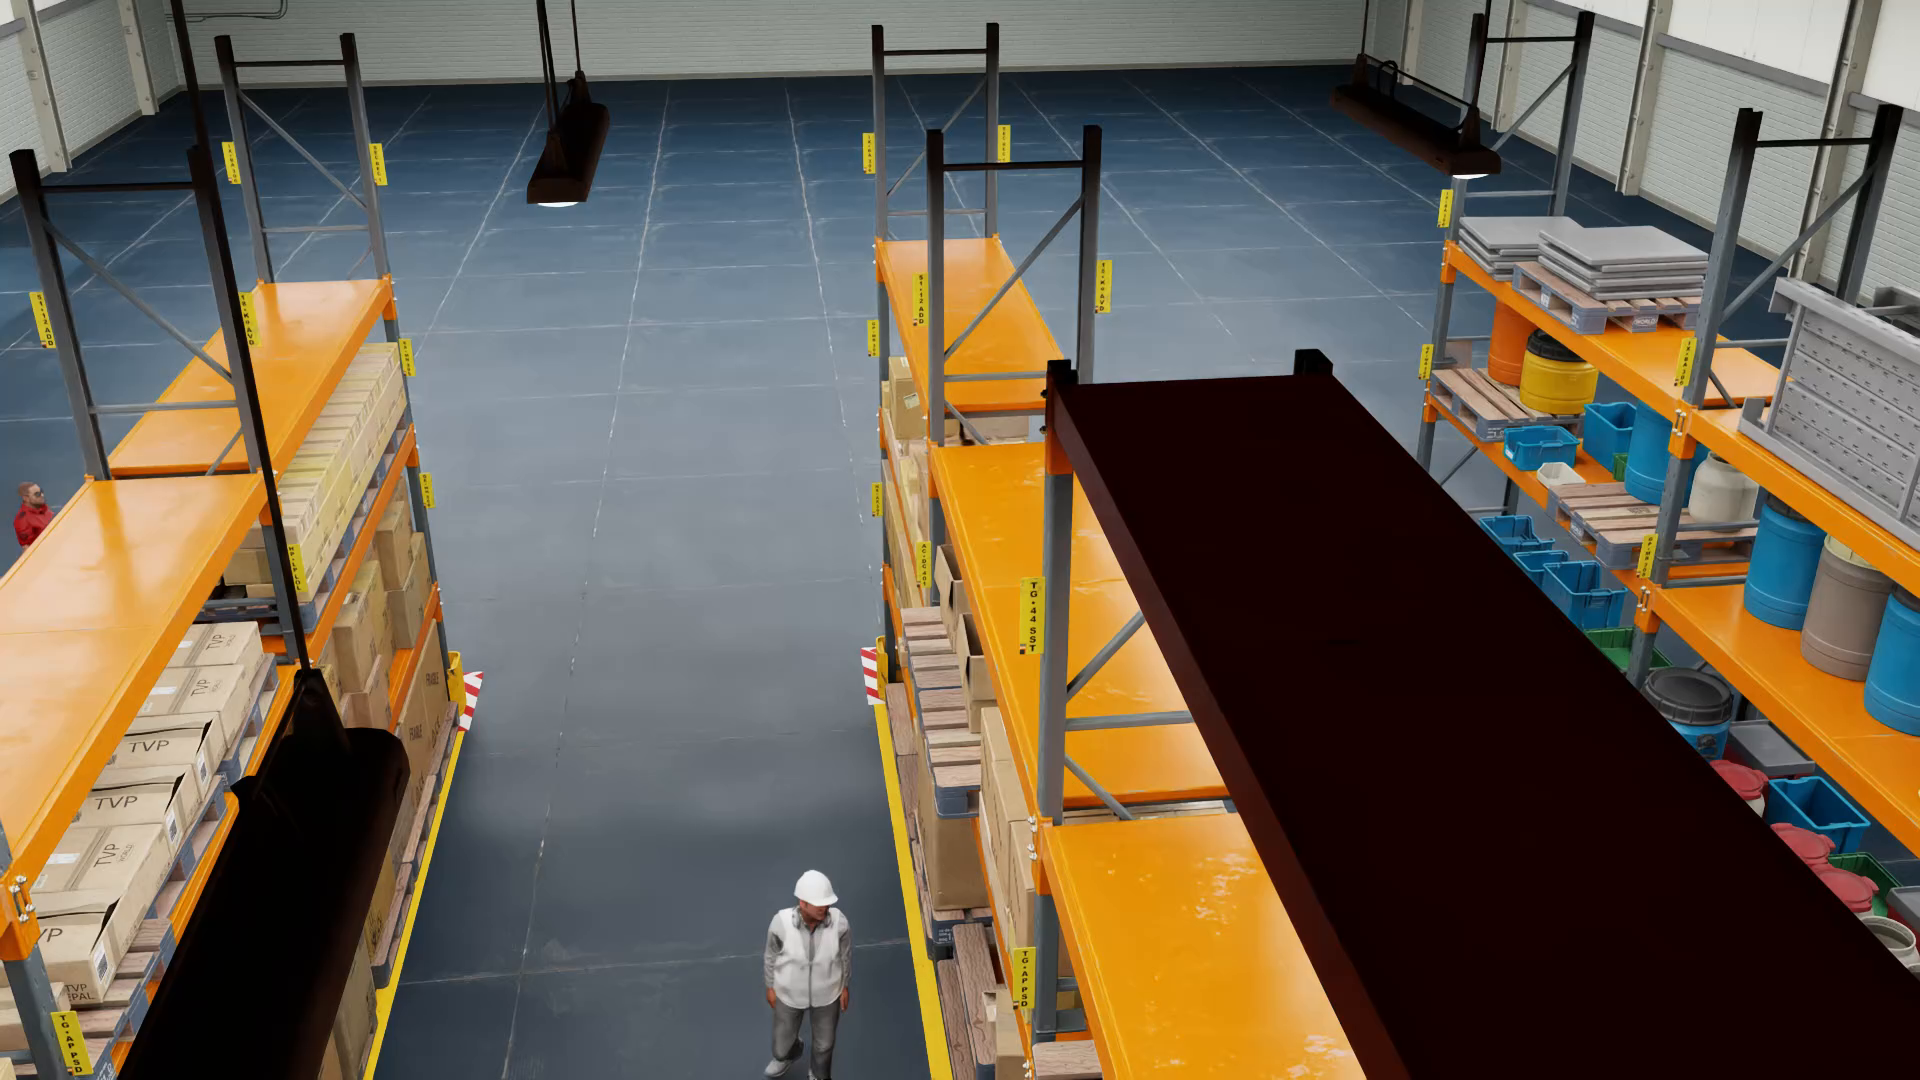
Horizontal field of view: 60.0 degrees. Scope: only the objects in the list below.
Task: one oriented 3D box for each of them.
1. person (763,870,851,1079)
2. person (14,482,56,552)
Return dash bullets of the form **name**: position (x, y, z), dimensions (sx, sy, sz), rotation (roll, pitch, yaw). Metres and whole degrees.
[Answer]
- **person**: position (-0.982, 2.816, 10.554), dimensions (0.591, 1.771, 0.505), rotation (-4, 26, -9)
- **person**: position (-8.854, 0.217, 16.075), dimensions (1.019, 1.682, 0.538), rotation (-3, 26, -6)
